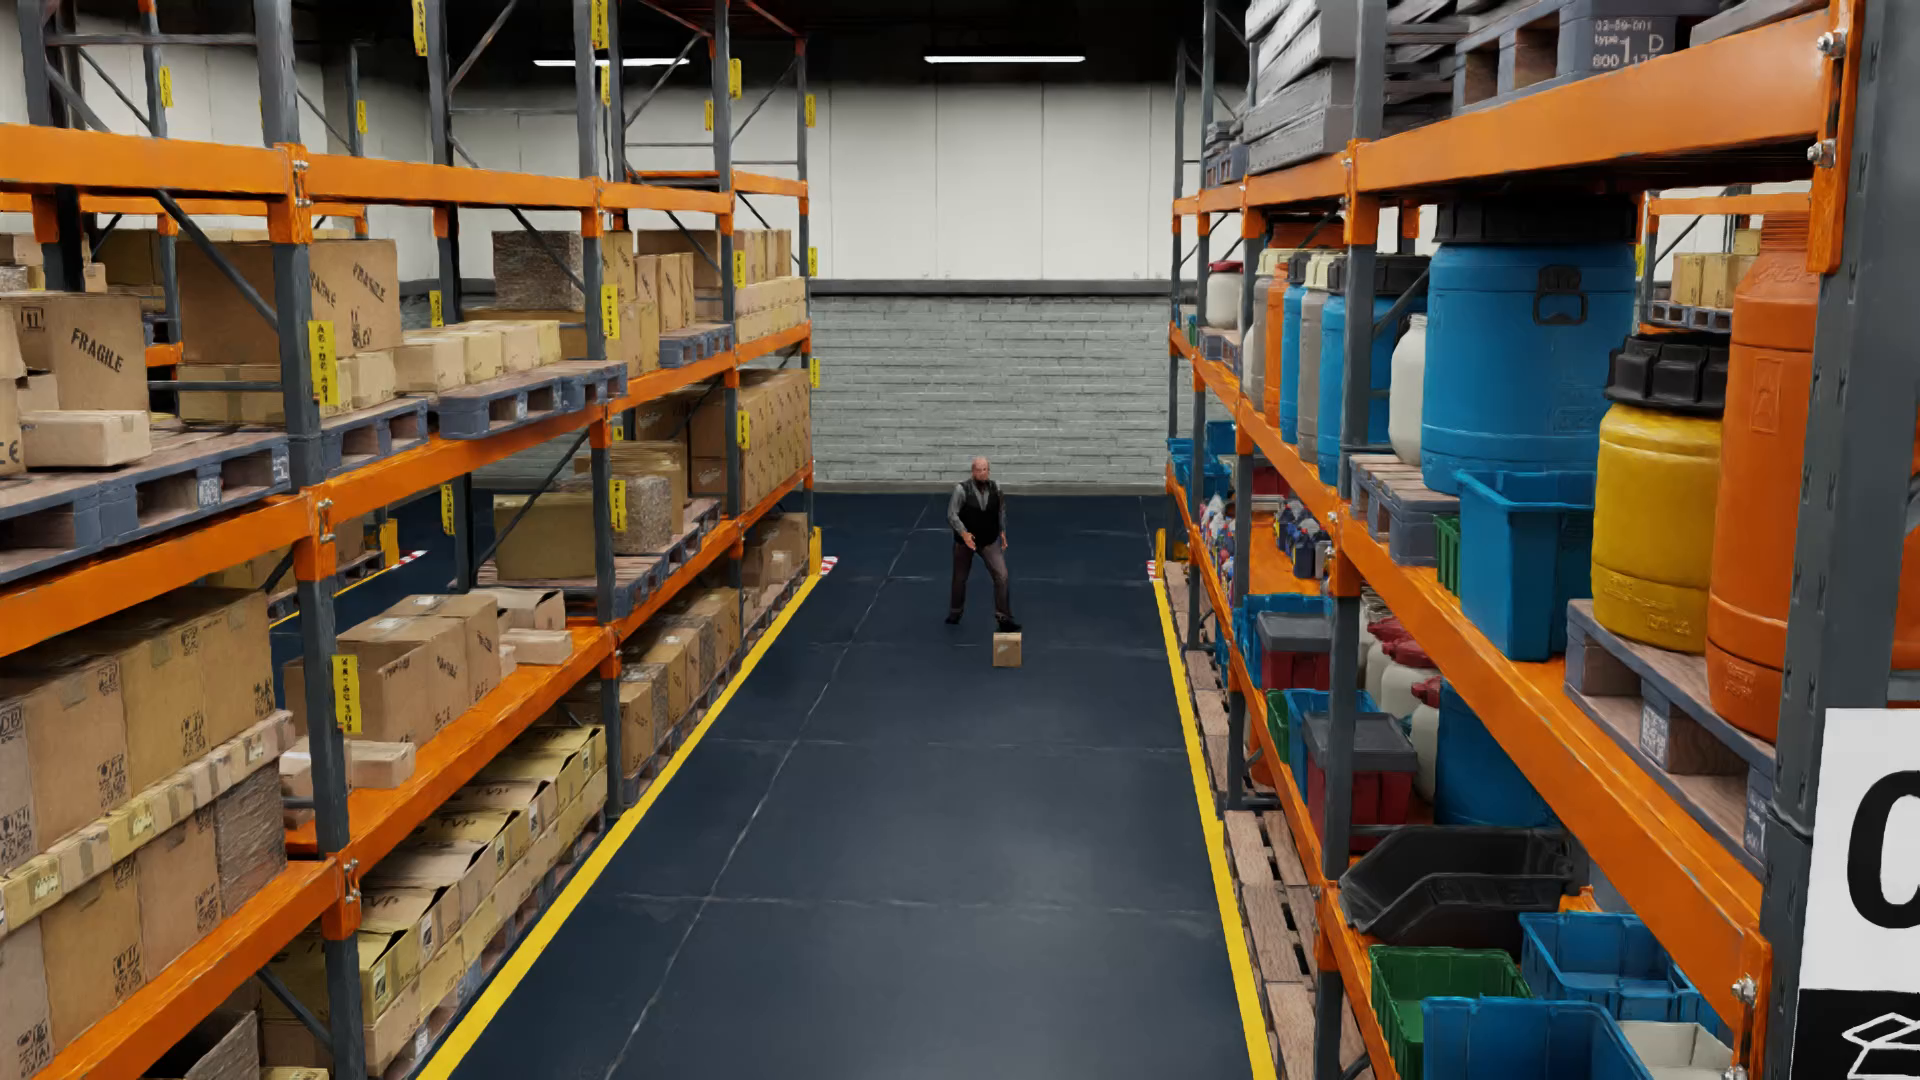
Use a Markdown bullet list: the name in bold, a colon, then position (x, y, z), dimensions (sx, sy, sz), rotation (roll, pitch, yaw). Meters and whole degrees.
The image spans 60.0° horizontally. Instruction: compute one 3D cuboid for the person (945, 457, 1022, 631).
- **person**: position (0.183, 0.019, 15.965), dimensions (0.678, 1.669, 0.795), rotation (-3, 11, -13)
